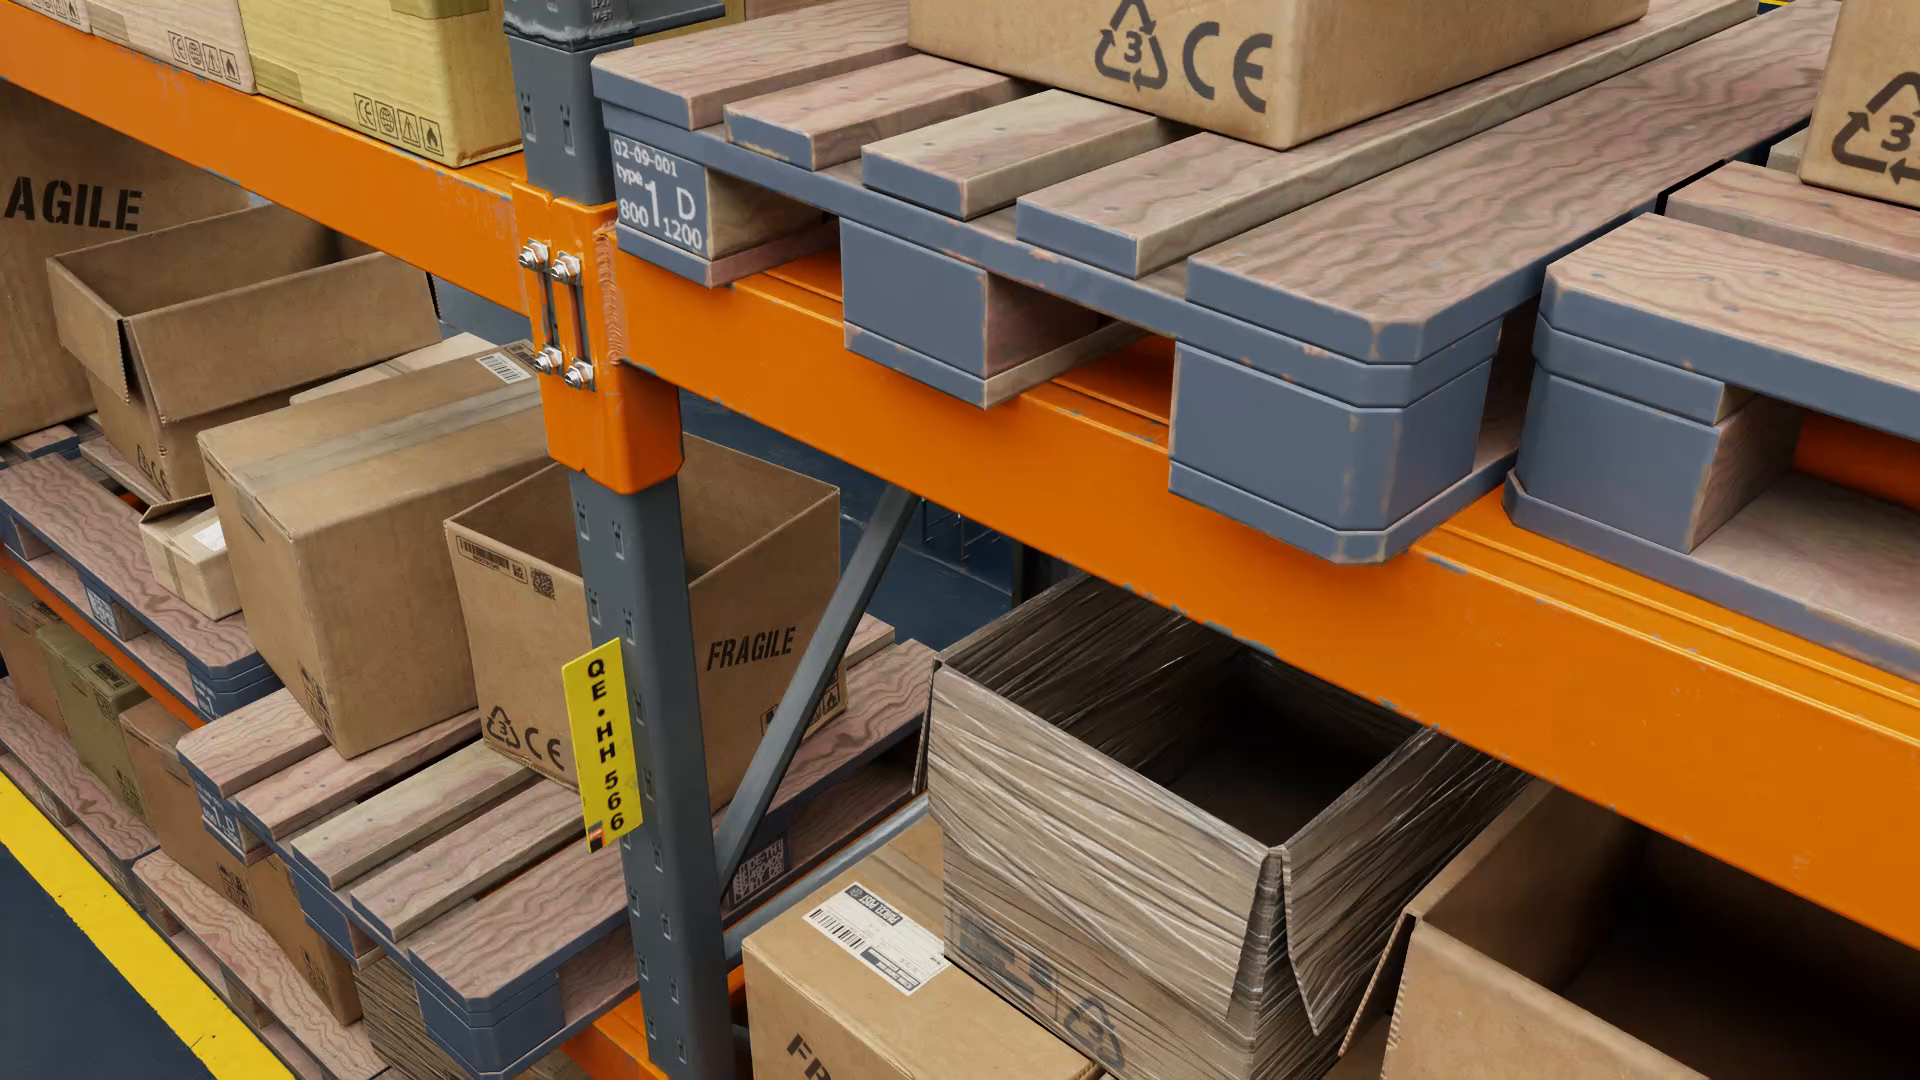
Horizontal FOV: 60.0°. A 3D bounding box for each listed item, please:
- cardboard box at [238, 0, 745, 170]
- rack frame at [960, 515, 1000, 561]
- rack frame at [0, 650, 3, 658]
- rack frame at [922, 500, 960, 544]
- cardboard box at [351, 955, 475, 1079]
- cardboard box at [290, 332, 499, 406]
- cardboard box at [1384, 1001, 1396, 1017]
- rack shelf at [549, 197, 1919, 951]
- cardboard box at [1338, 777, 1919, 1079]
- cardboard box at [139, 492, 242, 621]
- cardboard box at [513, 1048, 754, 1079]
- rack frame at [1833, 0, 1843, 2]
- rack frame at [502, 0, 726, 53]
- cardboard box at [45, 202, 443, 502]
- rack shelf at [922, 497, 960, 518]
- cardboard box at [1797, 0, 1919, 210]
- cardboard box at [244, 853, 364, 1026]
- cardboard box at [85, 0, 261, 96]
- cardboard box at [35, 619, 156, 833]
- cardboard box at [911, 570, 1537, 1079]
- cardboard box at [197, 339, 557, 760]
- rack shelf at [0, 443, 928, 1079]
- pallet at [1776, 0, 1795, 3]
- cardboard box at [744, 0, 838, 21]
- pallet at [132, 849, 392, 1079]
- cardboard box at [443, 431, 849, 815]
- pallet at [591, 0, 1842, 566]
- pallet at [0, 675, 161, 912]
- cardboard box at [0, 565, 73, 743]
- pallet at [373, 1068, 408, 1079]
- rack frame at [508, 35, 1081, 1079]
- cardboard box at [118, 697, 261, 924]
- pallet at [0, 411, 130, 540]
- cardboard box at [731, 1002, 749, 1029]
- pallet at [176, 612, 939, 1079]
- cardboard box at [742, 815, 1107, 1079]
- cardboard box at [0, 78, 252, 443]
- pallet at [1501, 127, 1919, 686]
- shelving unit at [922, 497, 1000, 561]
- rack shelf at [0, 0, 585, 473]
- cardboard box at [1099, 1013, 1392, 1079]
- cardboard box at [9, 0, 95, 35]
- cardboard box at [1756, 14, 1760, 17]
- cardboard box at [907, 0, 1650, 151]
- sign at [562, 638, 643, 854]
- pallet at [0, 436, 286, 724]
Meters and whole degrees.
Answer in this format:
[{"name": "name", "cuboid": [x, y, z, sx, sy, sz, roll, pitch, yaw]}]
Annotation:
[{"name": "cardboard box", "cuboid": [-0.653, -0.751, 2.327, 0.500, 0.250, 0.500, 25, 39, 35]}, {"name": "rack frame", "cuboid": [0.081, -0.348, 6.455, 0.006, 0.900, 0.240, 25, 39, 35]}, {"name": "rack frame", "cuboid": [-3.101, -0.844, 5.244, 0.127, 3.000, 1.000, 25, 39, 35]}, {"name": "rack frame", "cuboid": [-0.069, -0.418, 6.572, 0.006, 0.900, 0.240, 25, 39, 35]}, {"name": "cardboard box", "cuboid": [-1.066, 1.011, 4.159, 0.500, 0.500, 0.700, 21, 37, 31]}, {"name": "cardboard box", "cuboid": [-1.224, -0.243, 3.984, 0.500, 0.250, 0.500, 24, 38, 34]}, {"name": "cardboard box", "cuboid": [0.762, 0.748, 2.502, 0.500, 0.500, 0.500, 25, 39, 35]}, {"name": "rack shelf", "cuboid": [1.347, 0.256, 1.206, 4.000, 0.370, 1.077, 25, 39, 35]}, {"name": "cardboard box", "cuboid": [0.877, 0.554, 1.853, 0.637, 0.503, 0.797, 26, 40, 36]}, {"name": "cardboard box", "cuboid": [-1.553, -0.056, 3.658, 0.258, 0.266, 0.396, 24, 38, 34]}, {"name": "cardboard box", "cuboid": [-0.646, 1.198, 3.848, 0.500, 0.500, 0.700, 23, 38, 33]}, {"name": "rack frame", "cuboid": [3.188, -1.354, 6.090, 0.127, 3.000, 1.000, 25, 39, 35]}, {"name": "rack frame", "cuboid": [-0.136, -2.030, 1.397, 0.127, 3.000, 1.000, 25, 39, 35]}, {"name": "cardboard box", "cuboid": [-1.754, -0.504, 4.171, 0.797, 0.503, 0.637, -25, 39, -35]}, {"name": "rack shelf", "cuboid": [0.006, -0.200, 6.623, 0.200, 0.077, 0.258, 25, 39, 35]}, {"name": "cardboard box", "cuboid": [1.064, -0.519, 1.291, 0.500, 0.500, 0.500, -27, 40, -37]}, {"name": "cardboard box", "cuboid": [-1.491, 0.818, 4.480, 0.700, 0.500, 0.500, -26, 39, -36]}, {"name": "cardboard box", "cuboid": [-1.030, -0.918, 2.603, 0.500, 0.250, 0.500, 25, 39, 35]}, {"name": "cardboard box", "cuboid": [-2.320, 0.431, 5.122, 0.500, 0.500, 0.700, 25, 39, 35]}, {"name": "cardboard box", "cuboid": [0.396, 0.327, 2.229, 0.637, 0.503, 0.797, 27, 40, 37]}, {"name": "cardboard box", "cuboid": [-1.044, -0.009, 3.353, 0.700, 0.500, 0.500, -23, 38, -33]}, {"name": "rack shelf", "cuboid": [-1.618, 0.156, 4.279, 4.000, 0.370, 1.077, 25, 39, 35]}, {"name": "pallet", "cuboid": [7.448, -5.063, 14.955, 1.213, 0.211, 1.003, 25, 39, 35]}, {"name": "cardboard box", "cuboid": [-0.313, -0.941, 2.641, 0.500, 0.250, 0.500, 26, 40, 36]}, {"name": "pallet", "cuboid": [-1.614, 1.042, 4.815, 1.213, 0.211, 1.003, 25, 39, 35]}, {"name": "cardboard box", "cuboid": [-0.563, 0.146, 3.095, 0.500, 0.500, 0.500, 20, 36, 29]}, {"name": "pallet", "cuboid": [0.377, -0.461, 1.883, 1.003, 0.211, 1.213, 27, 40, 37]}, {"name": "pallet", "cuboid": [-2.523, 0.619, 5.516, 1.213, 0.211, 1.003, 25, 39, 35]}, {"name": "cardboard box", "cuboid": [-2.661, 0.259, 5.408, 0.500, 0.500, 0.700, 22, 37, 32]}, {"name": "pallet", "cuboid": [-0.714, 1.464, 4.114, 1.213, 0.211, 1.003, 25, 39, 35]}, {"name": "rack frame", "cuboid": [-0.136, 0.540, 2.944, 0.127, 3.000, 1.000, 25, 39, 35]}, {"name": "cardboard box", "cuboid": [-1.904, 0.625, 4.801, 0.500, 0.500, 0.700, 21, 37, 31]}, {"name": "pallet", "cuboid": [-2.632, -0.442, 4.761, 1.213, 0.211, 1.003, 25, 39, 35]}, {"name": "cardboard box", "cuboid": [-0.653, 0.881, 3.648, 0.500, 0.250, 0.500, 27, 40, 37]}, {"name": "pallet", "cuboid": [-0.735, 0.417, 3.336, 1.003, 0.211, 1.213, 25, 39, 35]}, {"name": "cardboard box", "cuboid": [0.042, 0.770, 2.466, 0.500, 0.500, 0.500, 26, 40, 36]}, {"name": "cardboard box", "cuboid": [-2.606, -0.952, 4.435, 1.000, 1.000, 1.000, 25, 39, 35]}, {"name": "pallet", "cuboid": [1.208, -0.075, 1.242, 1.213, 0.211, 1.003, 27, 40, 37]}, {"name": "shelving unit", "cuboid": [0.006, -0.383, 6.513, 0.210, 0.900, 0.258, 25, 39, 35]}, {"name": "rack shelf", "cuboid": [-1.618, -1.129, 3.506, 4.000, 0.370, 1.077, 25, 39, 35]}, {"name": "cardboard box", "cuboid": [0.426, 0.947, 2.171, 0.500, 0.500, 0.500, 24, 38, 34]}, {"name": "cardboard box", "cuboid": [-1.400, -1.093, 2.894, 0.500, 0.250, 0.500, 26, 40, 36]}, {"name": "cardboard box", "cuboid": [5.170, -3.316, 11.065, 0.500, 0.311, 0.500, 24, 39, 35]}, {"name": "cardboard box", "cuboid": [0.365, -0.785, 1.731, 0.797, 0.503, 0.637, -27, 40, -37]}, {"name": "sign", "cuboid": [-0.493, 0.289, 2.316, 0.005, 0.325, 0.100, 25, 39, 35]}, {"name": "pallet", "cuboid": [-1.631, -0.047, 4.106, 1.213, 0.211, 1.003, 25, 39, 35]}]
